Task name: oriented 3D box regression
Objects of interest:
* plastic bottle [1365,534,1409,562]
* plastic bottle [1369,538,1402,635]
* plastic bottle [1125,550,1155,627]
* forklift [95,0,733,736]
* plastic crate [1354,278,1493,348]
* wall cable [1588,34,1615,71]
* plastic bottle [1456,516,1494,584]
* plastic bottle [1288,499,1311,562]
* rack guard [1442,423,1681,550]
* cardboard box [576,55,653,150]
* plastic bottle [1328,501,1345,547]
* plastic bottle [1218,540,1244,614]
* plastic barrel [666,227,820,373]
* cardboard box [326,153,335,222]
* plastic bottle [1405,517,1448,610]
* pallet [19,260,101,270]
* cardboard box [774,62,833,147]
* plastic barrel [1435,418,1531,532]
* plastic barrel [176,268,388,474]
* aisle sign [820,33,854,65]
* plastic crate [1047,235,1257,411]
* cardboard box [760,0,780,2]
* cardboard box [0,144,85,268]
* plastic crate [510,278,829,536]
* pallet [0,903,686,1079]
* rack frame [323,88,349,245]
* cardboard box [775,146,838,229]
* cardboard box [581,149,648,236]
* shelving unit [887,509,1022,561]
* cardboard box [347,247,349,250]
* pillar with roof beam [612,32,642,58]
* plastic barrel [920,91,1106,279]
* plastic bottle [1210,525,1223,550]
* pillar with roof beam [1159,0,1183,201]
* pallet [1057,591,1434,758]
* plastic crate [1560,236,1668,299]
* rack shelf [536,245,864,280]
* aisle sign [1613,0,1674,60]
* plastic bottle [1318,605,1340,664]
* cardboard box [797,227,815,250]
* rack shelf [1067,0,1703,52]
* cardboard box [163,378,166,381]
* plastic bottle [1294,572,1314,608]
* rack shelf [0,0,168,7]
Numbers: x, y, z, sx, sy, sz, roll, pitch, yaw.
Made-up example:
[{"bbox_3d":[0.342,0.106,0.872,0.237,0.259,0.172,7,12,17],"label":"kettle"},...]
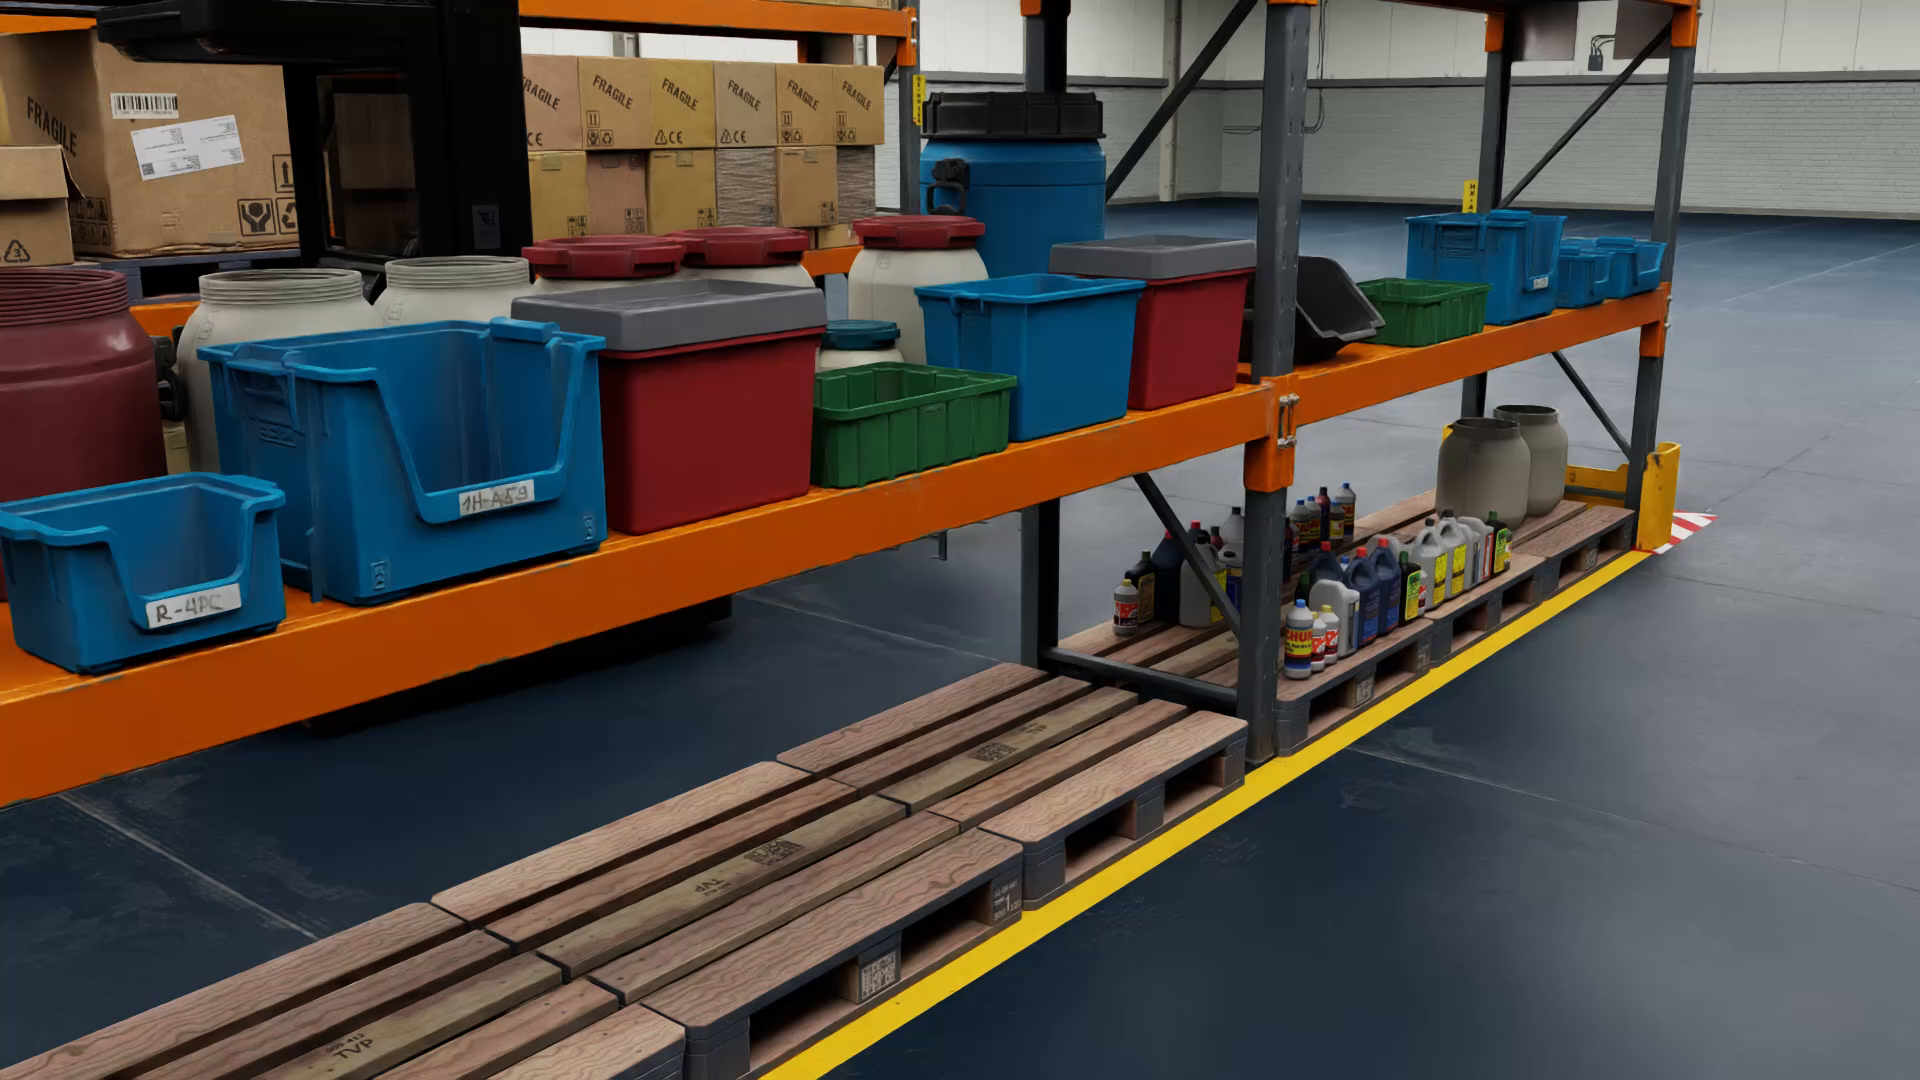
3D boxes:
[{"bbox_3d":[1.733,0.106,6.751,0.152,0.276,0.135,11,18,38],"label":"plastic bottle"},{"bbox_3d":[1.597,0.170,6.350,0.144,0.351,0.185,10,18,35],"label":"plastic bottle"},{"bbox_3d":[0.694,0.186,6.424,0.061,0.283,0.133,12,19,40],"label":"plastic bottle"},{"bbox_3d":[-2.389,-0.871,6.098,3.031,2.935,1.130,-13,19,-41],"label":"forklift"},{"bbox_3d":[1.721,-0.888,6.457,0.450,0.188,0.662,11,18,38],"label":"plastic crate"},{"bbox_3d":[15.709,-13.803,37.773,2.305,6.003,0.169,11,18,38],"label":"wall cable"},{"bbox_3d":[2.169,0.030,7.052,0.152,0.276,0.135,11,18,38],"label":"plastic bottle"},{"bbox_3d":[1.502,-0.048,7.366,0.097,0.271,0.097,0,14,0],"label":"plastic bottle"},{"bbox_3d":[3.151,-0.307,8.817,1.175,0.500,0.348,11,18,38],"label":"rack guard"},{"bbox_3d":[-2.096,-2.457,9.364,0.500,0.500,0.500,11,18,38],"label":"cardboard box"},{"bbox_3d":[1.715,-0.079,7.631,0.097,0.201,0.097,0,14,0],"label":"plastic bottle"},{"bbox_3d":[1.080,0.146,6.595,0.152,0.276,0.135,11,18,38],"label":"plastic bottle"},{"bbox_3d":[-0.585,-0.551,4.422,0.433,0.535,0.433,0,14,0],"label":"plastic barrel"},{"bbox_3d":[-5.461,-2.892,13.611,0.875,0.550,0.550,11,18,38],"label":"cardboard box"},{"bbox_3d":[1.864,0.088,6.670,0.144,0.351,0.185,11,18,37],"label":"plastic bottle"},{"bbox_3d":[-4.506,-1.067,7.122,1.003,0.211,1.213,11,18,38],"label":"pallet"},{"bbox_3d":[-1.154,-2.744,10.495,0.500,0.500,0.500,11,18,38],"label":"cardboard box"},{"bbox_3d":[2.493,-0.305,7.929,0.421,0.512,0.421,0,14,0],"label":"plastic barrel"},{"bbox_3d":[-1.386,-0.293,3.456,0.421,0.512,0.421,0,14,0],"label":"plastic barrel"},{"bbox_3d":[-0.885,-3.625,11.522,0.394,0.787,0.004,11,18,38],"label":"aisle sign"},{"bbox_3d":[0.582,-0.666,5.021,0.402,0.464,0.583,11,18,38],"label":"plastic crate"},{"bbox_3d":[-1.436,-3.364,9.984,0.500,0.250,0.500,12,18,39],"label":"cardboard box"},{"bbox_3d":[-4.222,-1.448,7.169,0.797,0.503,0.637,14,20,43],"label":"cardboard box"},{"bbox_3d":[-0.612,-0.302,3.588,0.402,0.464,0.583,11,18,38],"label":"plastic crate"},{"bbox_3d":[-1.349,1.201,3.468,1.003,0.211,1.213,11,18,38],"label":"pallet"},{"bbox_3d":[-3.204,-1.541,8.597,1.000,3.000,0.127,11,18,38],"label":"rack frame"},{"bbox_3d":[-1.278,-2.284,10.716,0.875,0.500,0.500,11,18,38],"label":"cardboard box"},{"bbox_3d":[-2.296,-2.012,9.643,0.875,0.500,0.500,11,18,38],"label":"cardboard box"},{"bbox_3d":[0.004,-0.728,8.443,0.431,1.500,0.755,11,18,38],"label":"shelving unit"},{"bbox_3d":[-3.298,-1.506,8.969,0.380,0.149,0.250,11,18,38],"label":"cardboard box"},{"bbox_3d":[-2.510,-9.154,26.379,9.100,9.000,0.400,11,18,38],"label":"pillar with roof beam"},{"bbox_3d":[0.169,-0.990,5.411,0.600,0.901,0.708,11,18,38],"label":"plastic barrel"},{"bbox_3d":[1.019,0.086,6.814,0.061,0.283,0.133,13,19,41],"label":"plastic bottle"},{"bbox_3d":[8.803,-12.601,39.949,9.100,9.000,0.400,11,18,38],"label":"pillar with roof beam"},{"bbox_3d":[1.102,0.455,6.404,1.003,0.211,1.213,11,18,38],"label":"pallet"},{"bbox_3d":[3.080,-1.326,8.054,0.499,0.251,0.616,11,18,38],"label":"plastic crate"},{"bbox_3d":[-1.947,-1.575,10.193,1.077,0.370,4.000,11,18,38],"label":"rack shelf"},{"bbox_3d":[3.438,-2.768,8.148,0.394,0.787,0.004,11,18,38],"label":"aisle sign"},{"bbox_3d":[1.317,0.336,5.997,0.097,0.201,0.097,0,14,0],"label":"plastic bottle"},{"bbox_3d":[-1.153,-1.950,10.716,0.380,0.149,0.250,11,18,38],"label":"cardboard box"},{"bbox_3d":[1.905,-2.263,6.807,1.077,0.370,4.000,11,18,38],"label":"rack shelf"},{"bbox_3d":[-6.549,-1.611,12.336,0.875,0.875,0.875,12,18,38],"label":"cardboard box"},{"bbox_3d":[1.288,0.253,6.158,0.061,0.283,0.133,11,18,38],"label":"plastic bottle"},{"bbox_3d":[-4.461,-2.263,6.809,1.077,0.370,4.000,11,18,38],"label":"rack shelf"}]
